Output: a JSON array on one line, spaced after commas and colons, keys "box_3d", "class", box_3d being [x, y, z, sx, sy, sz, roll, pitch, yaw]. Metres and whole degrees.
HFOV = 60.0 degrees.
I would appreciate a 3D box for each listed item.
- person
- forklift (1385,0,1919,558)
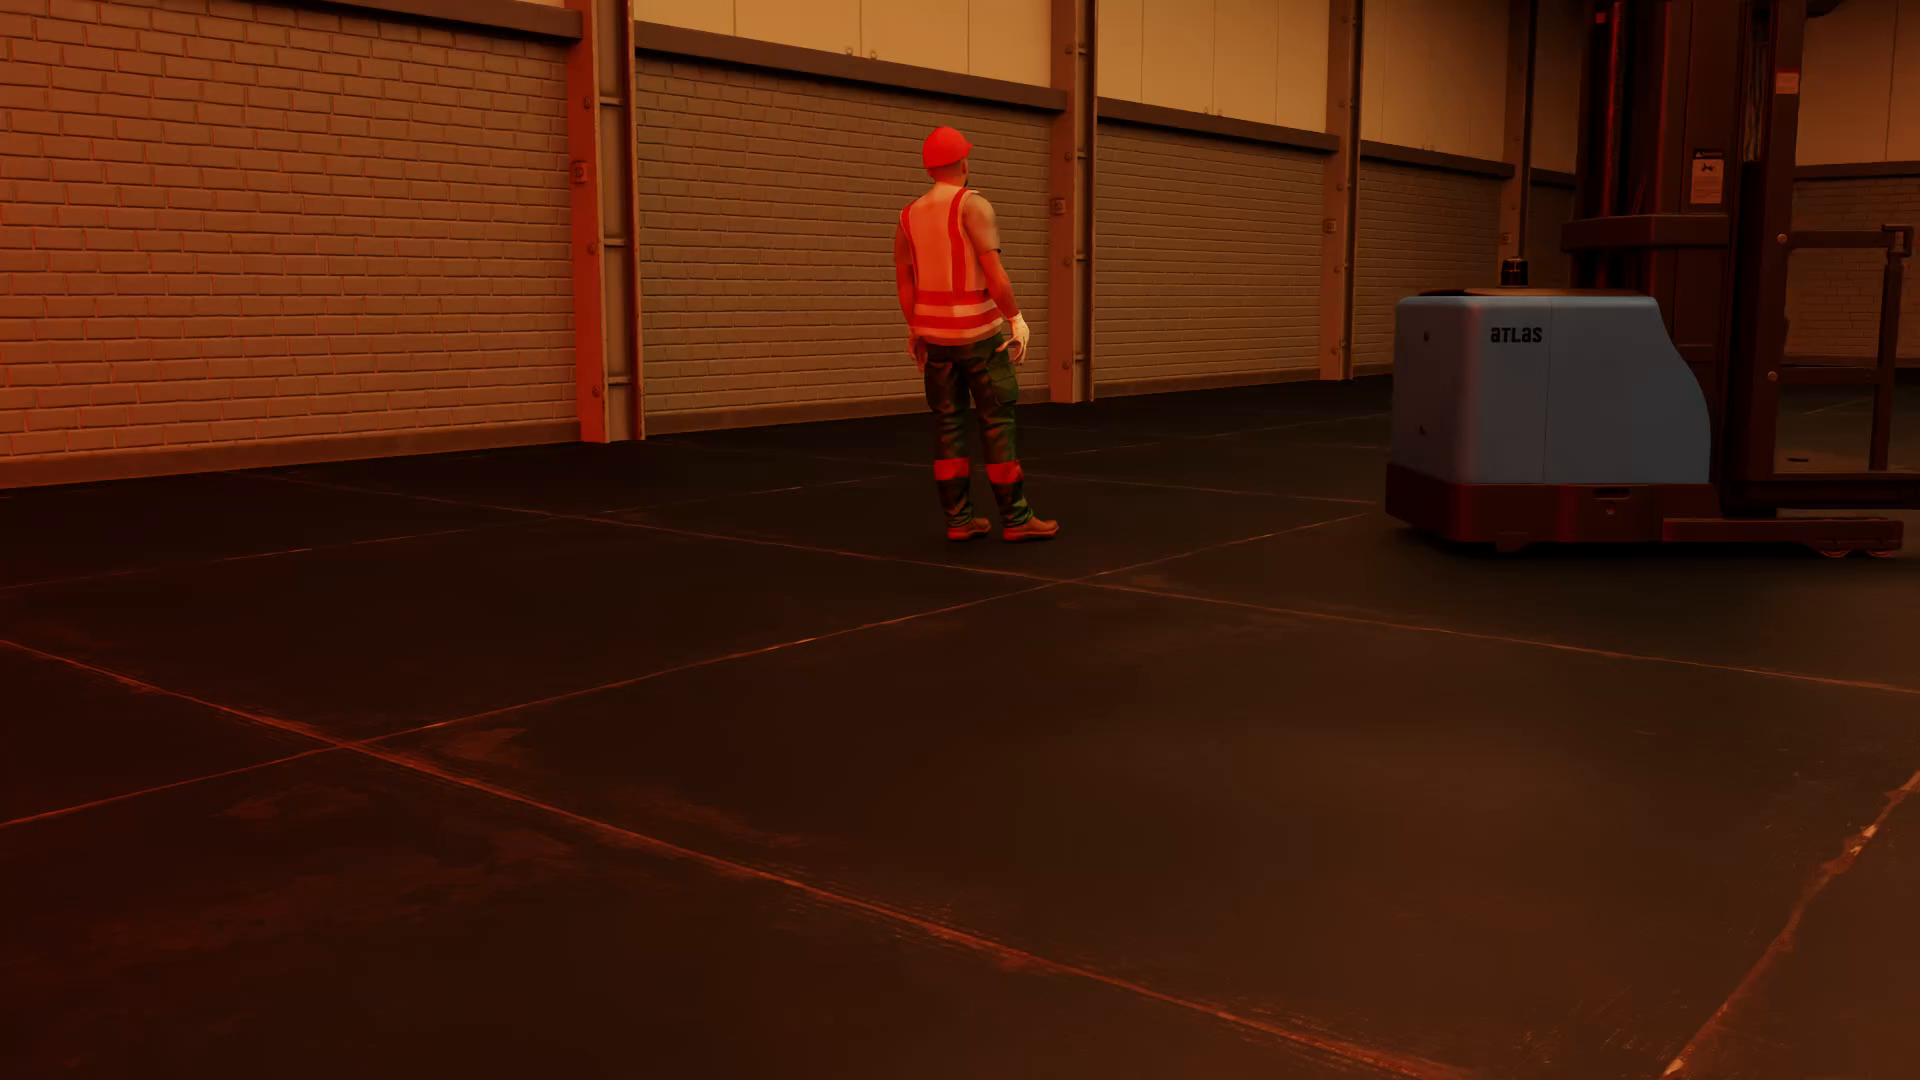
[{"box_3d": [0.059, -0.900, 7.330, 0.638, 1.789, 0.562, 7, 11, 38], "class": "person"}, {"box_3d": [3.518, -1.452, 7.206, 3.031, 2.935, 1.130, 0, 8, -2], "class": "forklift"}]
